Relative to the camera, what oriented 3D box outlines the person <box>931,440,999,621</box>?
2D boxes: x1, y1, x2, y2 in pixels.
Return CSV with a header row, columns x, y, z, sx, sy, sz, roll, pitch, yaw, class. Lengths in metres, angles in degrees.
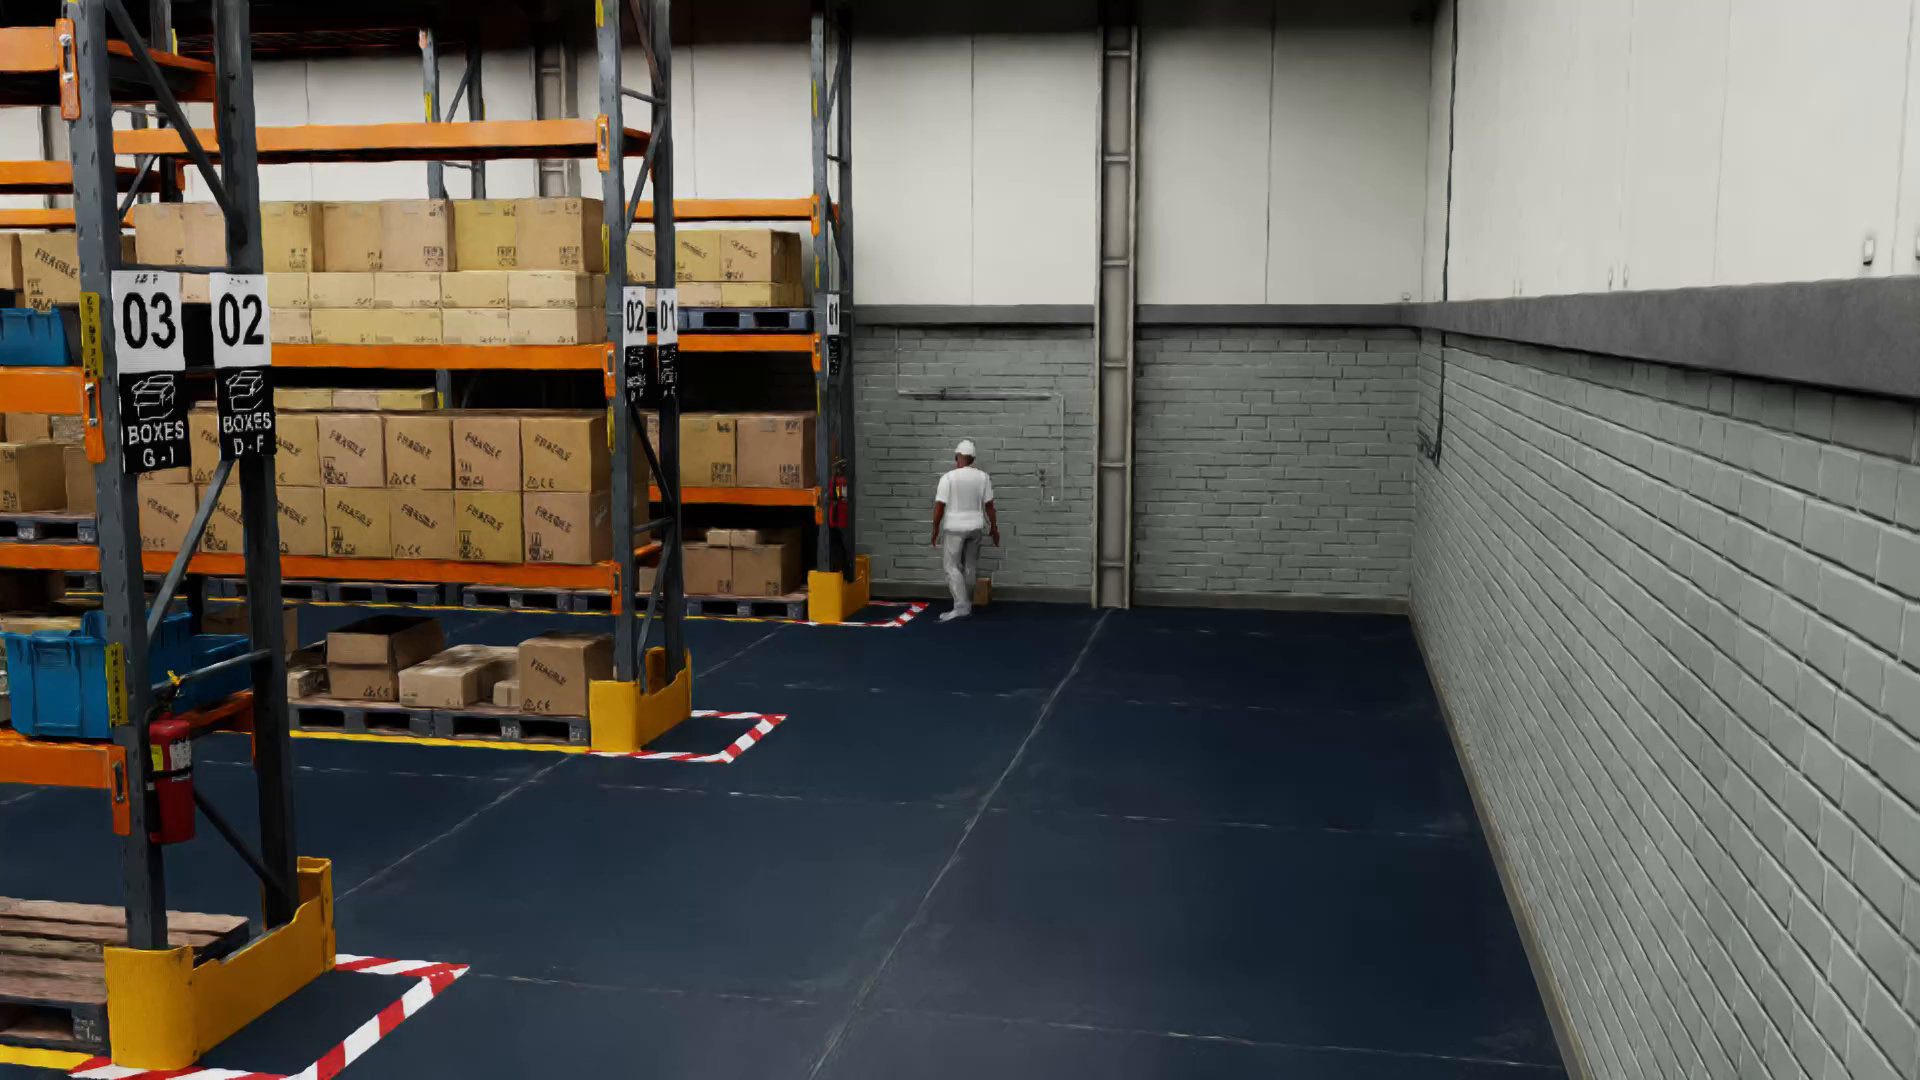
x,y,z,sx,sy,sz,roll,pitch,yaw,class
0.061,-0.097,16.416,0.708,1.766,0.645,-3,9,-23,person
